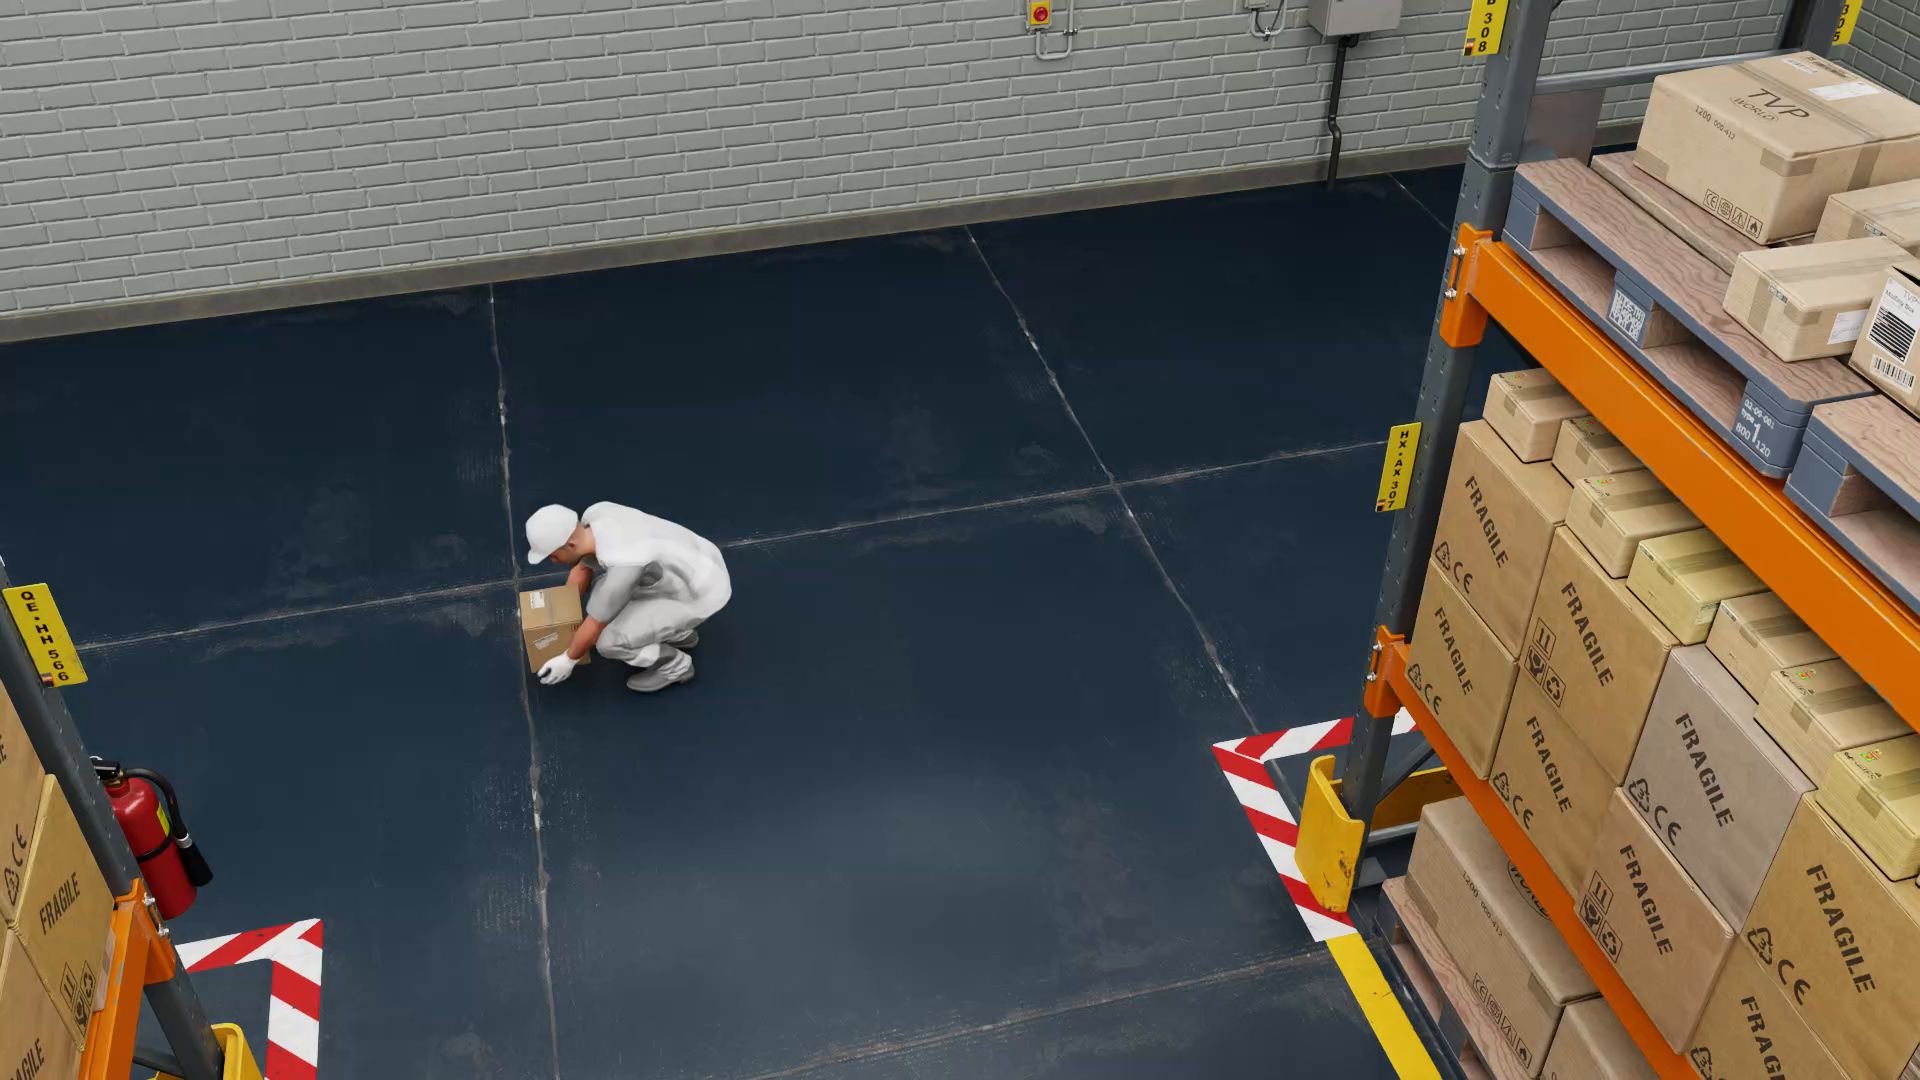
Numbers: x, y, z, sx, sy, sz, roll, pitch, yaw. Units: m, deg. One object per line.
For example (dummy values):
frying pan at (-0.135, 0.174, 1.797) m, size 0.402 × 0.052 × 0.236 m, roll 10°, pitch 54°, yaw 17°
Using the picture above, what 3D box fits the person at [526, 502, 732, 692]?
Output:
person at (-1.416, 0.198, 7.095) m, size 0.868 × 0.993 × 0.568 m, roll -9°, pitch 39°, yaw -12°
